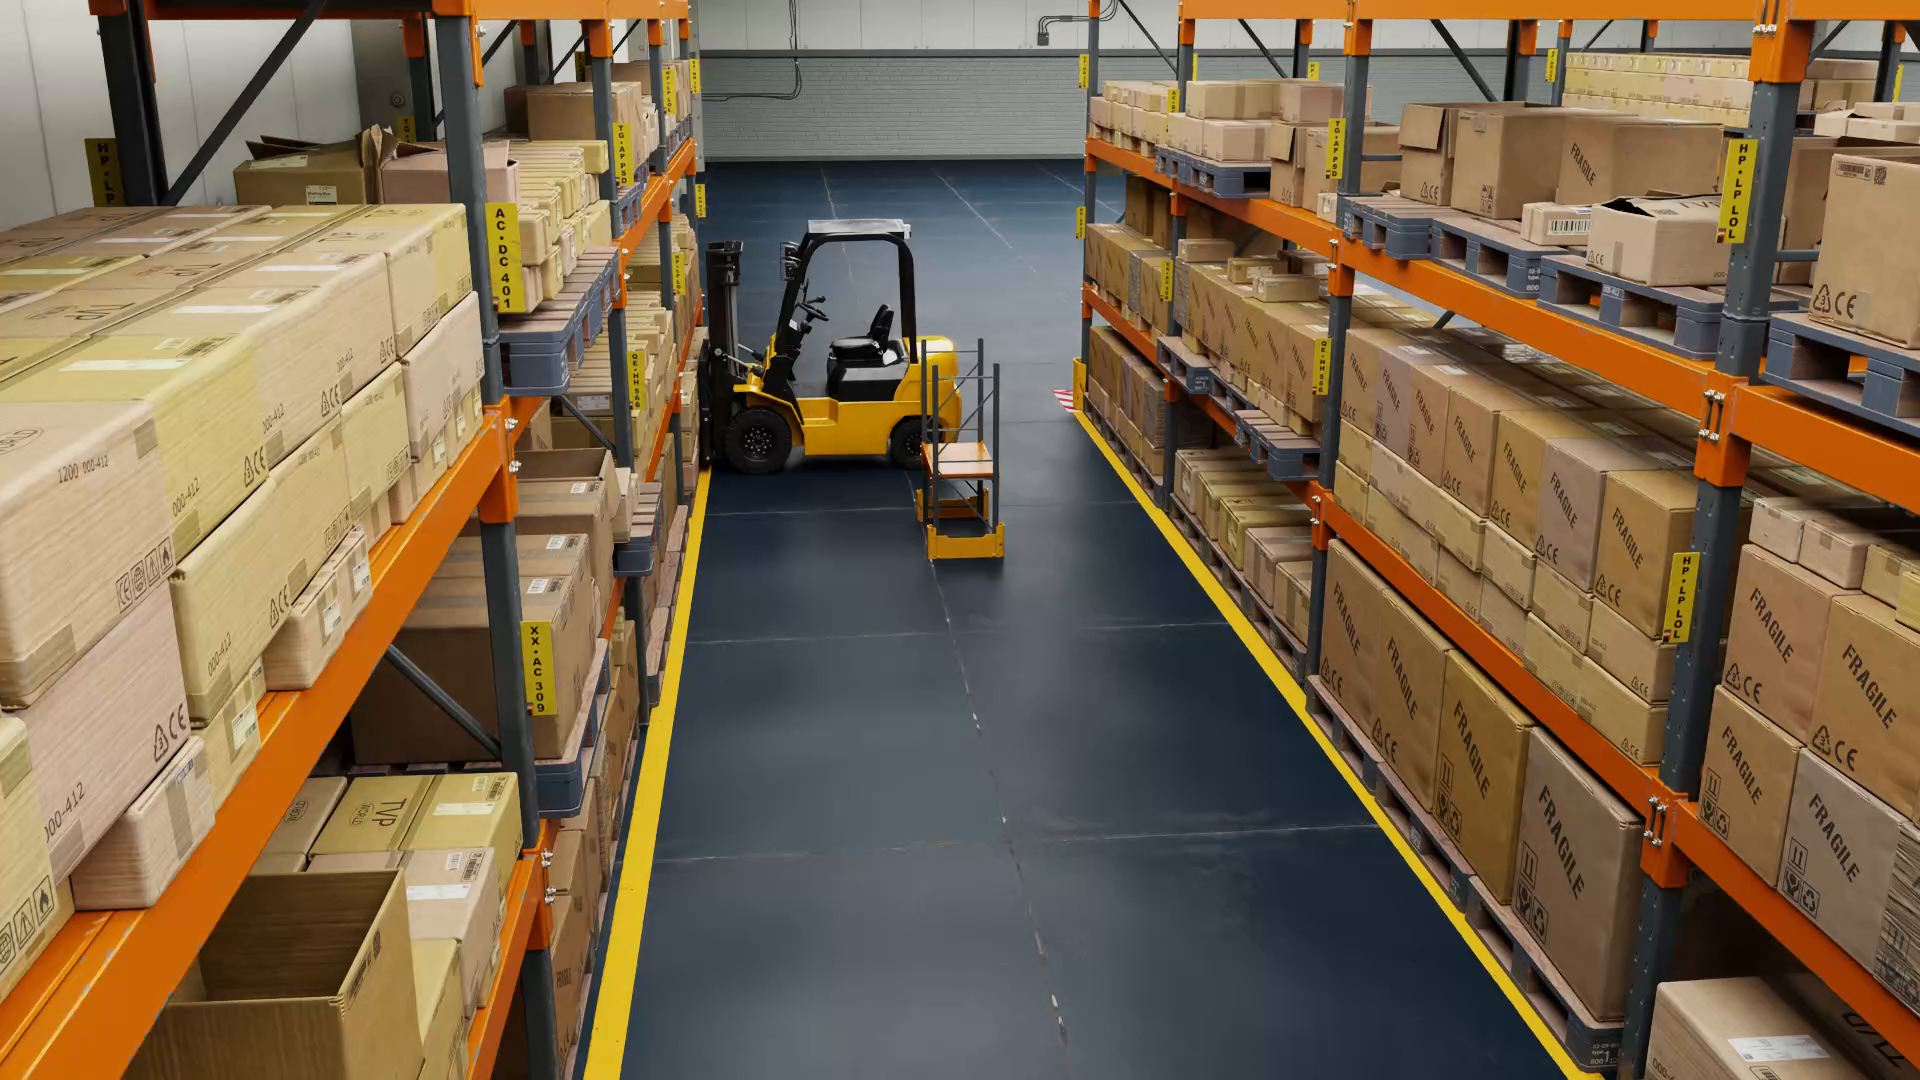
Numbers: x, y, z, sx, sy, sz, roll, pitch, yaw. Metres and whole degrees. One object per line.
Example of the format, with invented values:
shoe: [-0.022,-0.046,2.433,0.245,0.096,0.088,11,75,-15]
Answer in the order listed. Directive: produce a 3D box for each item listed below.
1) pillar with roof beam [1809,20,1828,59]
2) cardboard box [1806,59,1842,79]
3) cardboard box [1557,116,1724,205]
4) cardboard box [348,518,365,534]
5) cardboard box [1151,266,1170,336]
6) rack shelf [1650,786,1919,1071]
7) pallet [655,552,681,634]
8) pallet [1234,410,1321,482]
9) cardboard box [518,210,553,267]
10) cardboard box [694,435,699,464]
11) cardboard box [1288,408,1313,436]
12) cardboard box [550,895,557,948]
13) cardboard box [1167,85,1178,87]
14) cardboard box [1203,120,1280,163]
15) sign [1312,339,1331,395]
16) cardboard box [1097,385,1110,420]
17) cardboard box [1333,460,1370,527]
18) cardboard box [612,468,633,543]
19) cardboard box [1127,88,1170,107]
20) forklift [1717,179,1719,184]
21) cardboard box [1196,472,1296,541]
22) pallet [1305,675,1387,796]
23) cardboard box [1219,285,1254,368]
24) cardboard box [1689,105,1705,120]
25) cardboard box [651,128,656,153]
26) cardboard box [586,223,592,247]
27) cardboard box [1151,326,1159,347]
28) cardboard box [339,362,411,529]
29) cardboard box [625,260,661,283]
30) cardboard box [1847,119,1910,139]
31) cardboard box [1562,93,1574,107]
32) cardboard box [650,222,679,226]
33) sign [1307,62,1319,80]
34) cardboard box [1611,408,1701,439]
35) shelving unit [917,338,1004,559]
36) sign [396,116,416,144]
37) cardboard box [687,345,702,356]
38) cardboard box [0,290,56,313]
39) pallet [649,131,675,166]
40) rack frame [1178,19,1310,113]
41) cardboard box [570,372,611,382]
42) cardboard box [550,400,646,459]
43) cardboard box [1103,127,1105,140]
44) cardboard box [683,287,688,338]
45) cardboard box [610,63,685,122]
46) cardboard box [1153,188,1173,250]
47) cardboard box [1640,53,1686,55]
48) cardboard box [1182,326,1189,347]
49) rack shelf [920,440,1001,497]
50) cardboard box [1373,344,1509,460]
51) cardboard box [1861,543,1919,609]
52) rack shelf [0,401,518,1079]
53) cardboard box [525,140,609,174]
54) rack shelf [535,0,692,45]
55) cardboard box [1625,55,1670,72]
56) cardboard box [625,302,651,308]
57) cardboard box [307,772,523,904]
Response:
pillar with roof beam: [19.984,-15.131,46.351,9.100,9.000,0.400,-2,18,-6]
cardboard box: [7.389,-4.007,14.144,0.380,0.149,0.250,-2,18,-6]
cardboard box: [3.085,-1.660,7.581,0.500,0.500,0.500,-2,18,-5]
cardboard box: [-1.486,0.018,3.524,0.380,0.149,0.250,-2,18,-5]
cardboard box: [1.909,-2.003,13.886,0.500,0.500,0.500,-2,18,-7]
rack shelf: [3.234,1.634,4.166,1.077,0.370,4.000,-2,18,-6]
pallet: [-2.491,0.379,11.619,1.003,0.211,1.213,-2,18,-6]
pallet: [2.435,-0.615,10.447,1.213,0.211,1.003,-2,18,-6]
cardboard box: [-1.504,-0.955,5.257,0.380,0.149,0.250,-1,17,-4]
cardboard box: [-2.523,-0.728,14.378,0.500,0.250,0.500,-2,18,-7]
cardboard box: [2.247,-0.746,10.263,0.380,0.149,0.250,-2,17,-5]
cardboard box: [-1.682,1.417,6.046,0.380,0.149,0.250,-1,17,-3]
cardboard box: [2.144,-4.177,15.554,0.380,0.149,0.250,-2,18,-6]
cardboard box: [1.991,-2.762,11.508,0.500,0.250,0.500,-2,18,-6]
sign: [2.076,-0.992,9.529,0.100,0.325,0.005,-2,18,-6]
cardboard box: [1.643,-1.368,16.416,0.500,0.250,0.500,-1,17,-4]
cardboard box: [2.415,-0.272,9.286,0.500,0.250,0.500,-2,18,-7]
cardboard box: [-1.891,-0.167,8.251,0.500,0.250,0.500,-3,18,-8]
cardboard box: [1.698,-3.927,14.759,0.380,0.149,0.250,-2,17,-5]
forklift: [5.200,-1.137,11.904,1.130,2.935,3.031,10,20,30]
cardboard box: [2.336,-0.265,12.700,0.950,0.372,0.625,-1,17,-2]
pallet: [2.621,1.071,9.415,1.003,0.211,1.213,-2,18,-6]
cardboard box: [2.119,-1.481,11.521,0.500,0.500,0.500,-2,18,-8]
cardboard box: [6.679,-3.758,14.683,0.380,0.149,0.250,-2,18,-5]
cardboard box: [-2.319,-2.775,11.553,0.380,0.149,0.250,-2,18,-6]
cardboard box: [-1.923,-1.258,7.419,0.500,0.250,0.500,-2,18,-6]
cardboard box: [1.833,-1.729,14.097,0.380,0.149,0.250,-1,17,-4]
cardboard box: [-1.505,-0.209,3.581,0.500,0.250,0.500,-1,17,-4]
cardboard box: [-2.472,-2.138,13.232,0.380,0.149,0.250,-1,17,-5]
cardboard box: [6.976,-3.115,12.634,0.250,0.149,0.380,-2,18,-6]
cardboard box: [6.419,-4.511,17.081,0.380,0.149,0.250,-2,18,-5]
cardboard box: [-2.839,-2.899,15.657,0.380,0.149,0.250,-2,18,-5]
sign: [2.754,-3.573,13.021,0.100,0.325,0.005,-2,18,-6]
cardboard box: [3.139,-0.270,7.194,0.500,0.500,0.500,-2,18,-7]
shelving unit: [-0.008,-0.738,13.025,0.587,1.500,1.083,-2,18,-6]
sign: [-2.875,-2.044,8.675,0.100,0.325,0.005,-2,18,-6]
cardboard box: [-2.669,-1.662,15.684,0.500,0.250,0.500,-2,17,-5]
cardboard box: [-1.962,-0.281,2.976,0.500,0.250,0.500,-2,18,-6]
pallet: [-2.848,-3.177,13.428,1.003,0.211,1.213,-2,18,-6]
rack frame: [2.202,-4.551,12.650,1.000,3.000,0.127,-2,18,-6]
cardboard box: [-2.091,-0.883,9.733,0.380,0.149,0.250,-1,17,-4]
cardboard box: [-2.100,-0.650,9.656,0.500,0.250,0.500,-2,18,-6]
cardboard box: [1.617,-4.008,16.346,0.380,0.149,0.250,-2,18,-7]
cardboard box: [-2.644,-2.028,14.462,0.500,0.500,0.500,-2,18,-6]
cardboard box: [-2.853,-4.020,14.933,0.700,0.500,0.500,-2,18,-5]
cardboard box: [2.173,-2.949,15.230,0.700,0.500,0.500,-2,18,-6]
cardboard box: [7.099,-4.839,16.795,0.380,0.149,0.250,-2,18,-5]
cardboard box: [1.945,-1.595,12.968,0.380,0.149,0.250,-2,17,-5]
rack shelf: [-0.009,-0.569,13.087,0.538,0.185,1.000,-2,18,-6]
cardboard box: [2.483,-0.720,8.626,0.500,0.500,0.500,-2,18,-5]
cardboard box: [2.913,0.113,4.889,0.380,0.149,0.250,-2,18,-6]
rack shelf: [-1.703,0.357,3.225,1.077,0.370,4.000,-2,18,-6]
cardboard box: [-1.992,-1.941,8.432,0.380,0.149,0.250,-1,17,-4]
rack shelf: [-2.941,-4.458,14.224,1.077,0.370,4.000,-2,18,-6]
cardboard box: [6.551,-4.515,15.764,0.380,0.149,0.250,-2,18,-6]
cardboard box: [-2.461,-1.646,12.162,0.380,0.149,0.250,-2,18,-6]
cardboard box: [-1.614,0.923,4.983,0.500,0.250,0.500,-1,17,-4]
